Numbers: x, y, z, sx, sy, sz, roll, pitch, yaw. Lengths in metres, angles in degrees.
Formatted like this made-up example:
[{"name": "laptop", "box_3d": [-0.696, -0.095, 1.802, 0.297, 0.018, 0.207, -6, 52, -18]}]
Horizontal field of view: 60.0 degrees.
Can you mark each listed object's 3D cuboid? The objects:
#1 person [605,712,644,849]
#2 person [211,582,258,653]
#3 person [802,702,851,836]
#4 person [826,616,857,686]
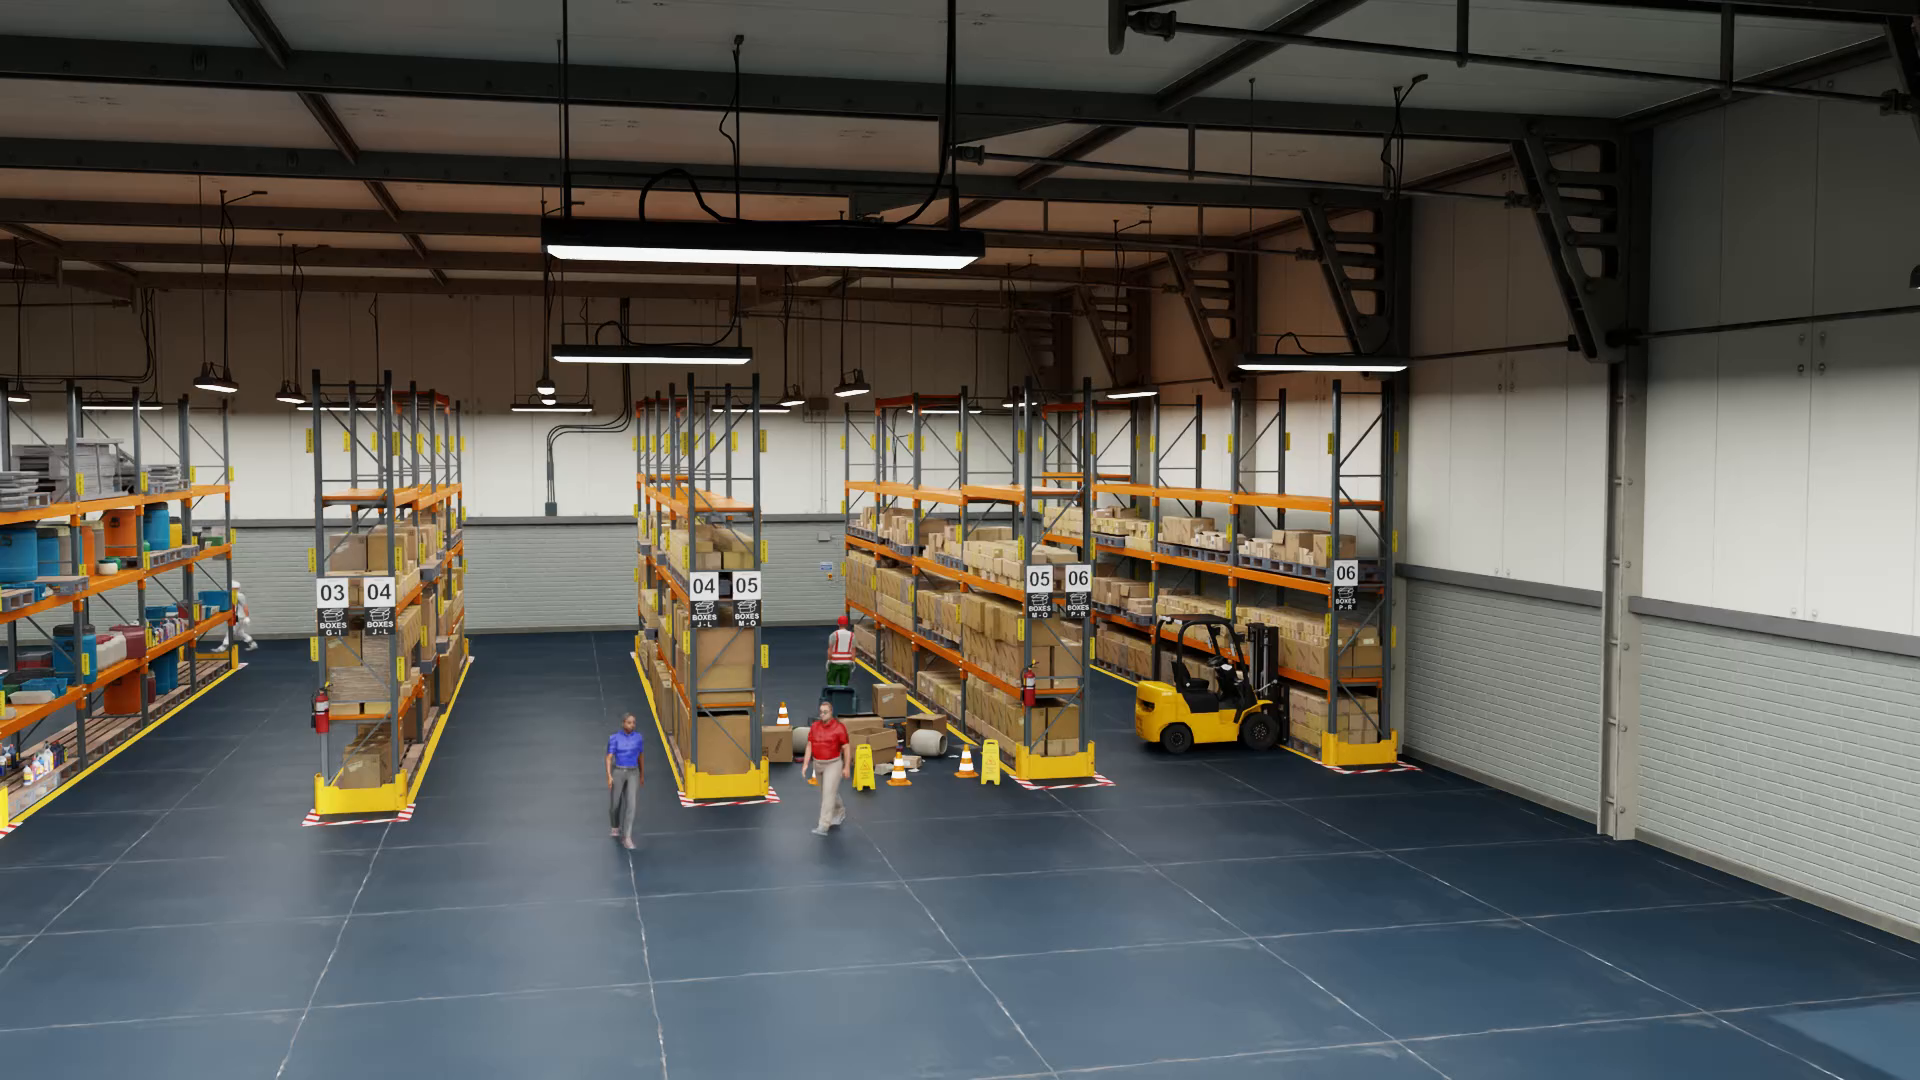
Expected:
[{"name": "person", "box_3d": [-4.205, 3.000, 20.905, 0.536, 1.639, 0.767, -2, 4, -26]}, {"name": "person", "box_3d": [-17.322, 1.852, 39.658, 1.127, 1.708, 0.522, -3, 5, -43]}, {"name": "person", "box_3d": [-1.726, 2.912, 21.373, 0.578, 1.655, 1.109, 2, 4, 33]}, {"name": "person", "box_3d": [-2.217, 2.308, 31.030, 0.593, 1.785, 0.461, -1, 3, -16]}]
